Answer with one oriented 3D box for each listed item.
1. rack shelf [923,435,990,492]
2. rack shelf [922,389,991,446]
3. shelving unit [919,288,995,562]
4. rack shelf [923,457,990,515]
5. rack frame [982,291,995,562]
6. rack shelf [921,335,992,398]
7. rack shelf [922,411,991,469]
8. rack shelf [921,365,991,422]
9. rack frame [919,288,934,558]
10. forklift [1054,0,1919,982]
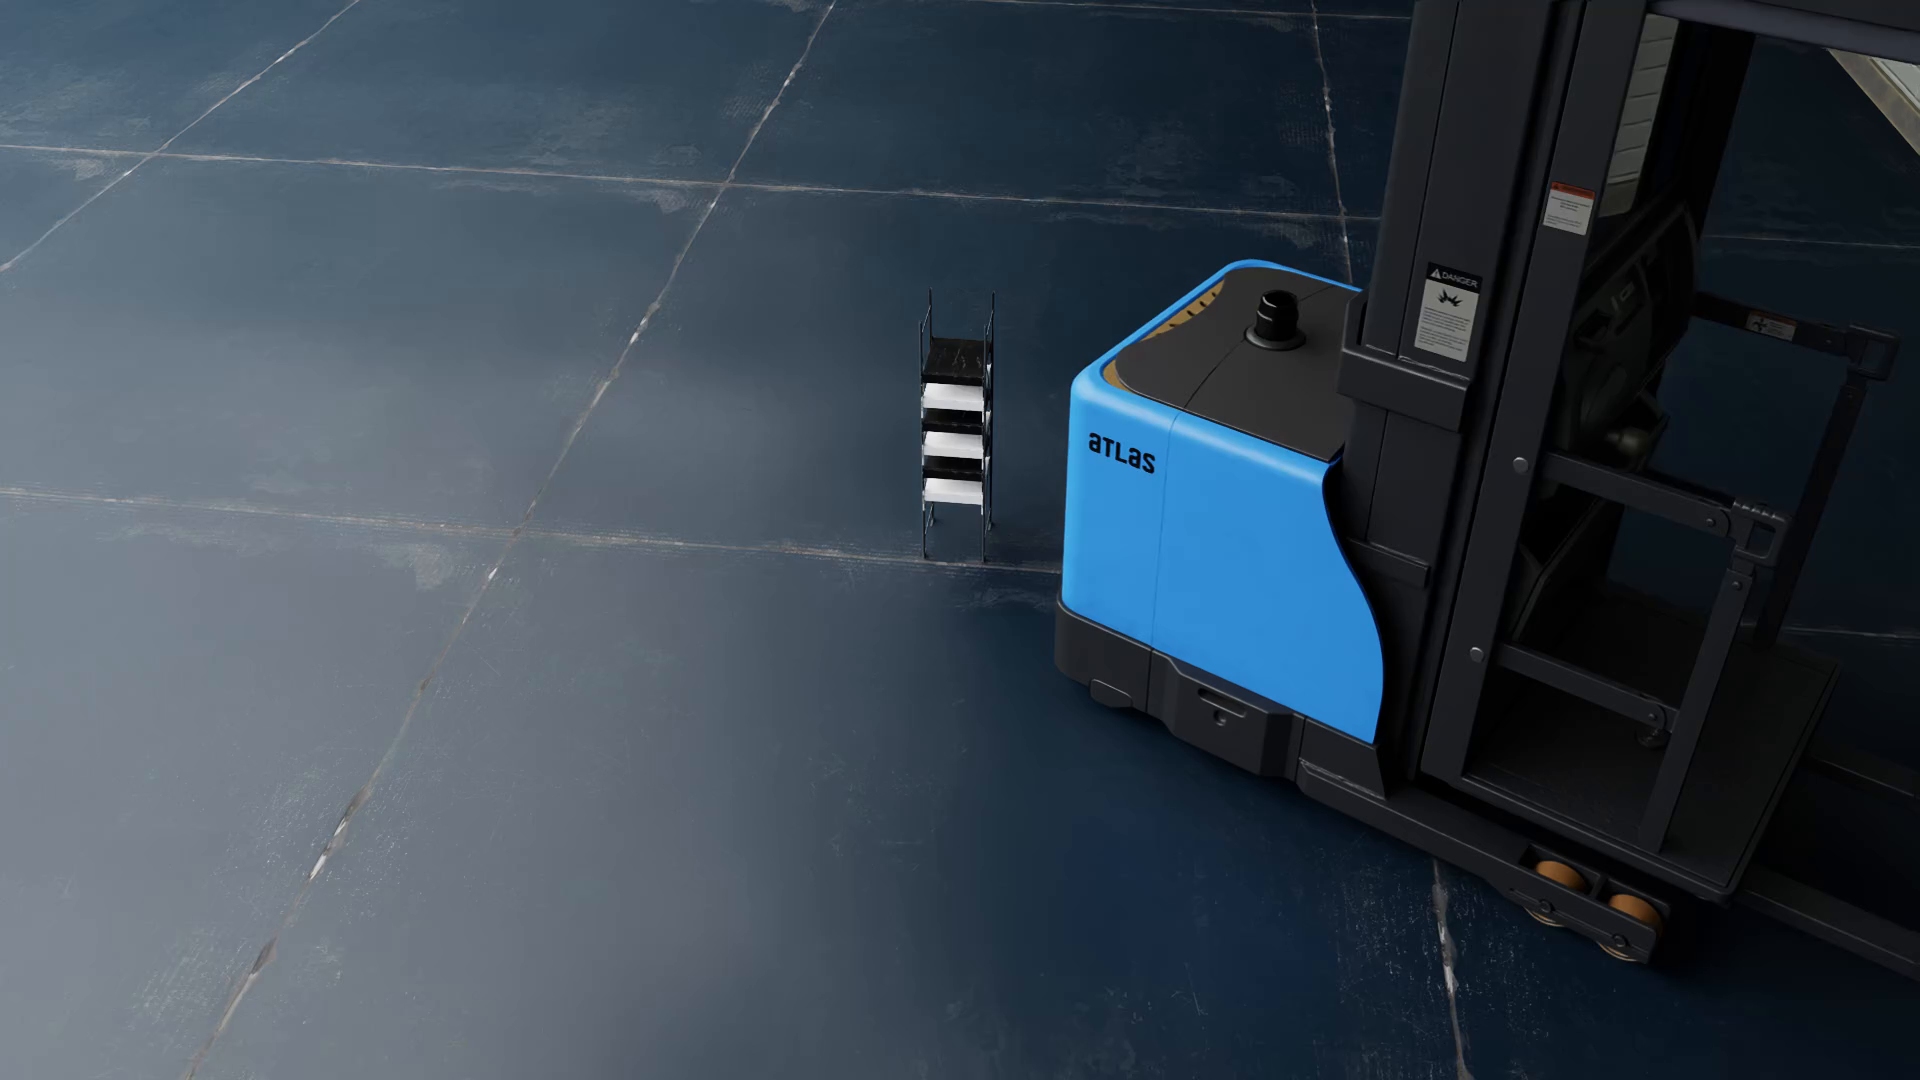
[{"bbox_3d":[-0.008,-0.267,5.561,0.200,0.077,0.258,4,36,6],"label":"rack shelf"},{"bbox_3d":[-0.008,-0.413,5.457,0.200,0.077,0.258,4,36,6],"label":"rack shelf"},{"bbox_3d":[-0.008,-0.367,5.489,0.210,0.900,0.258,4,36,6],"label":"shelving unit"},{"bbox_3d":[-0.008,-0.193,5.613,0.200,0.077,0.258,4,36,6],"label":"rack shelf"},{"bbox_3d":[0.093,-0.359,5.479,0.006,0.900,0.240,4,36,6],"label":"rack frame"},{"bbox_3d":[-0.008,-0.560,5.352,0.200,0.077,0.258,4,36,6],"label":"rack shelf"},{"bbox_3d":[-0.008,-0.340,5.509,0.200,0.077,0.258,4,36,6],"label":"rack shelf"},{"bbox_3d":[-0.008,-0.486,5.404,0.200,0.077,0.258,4,36,6],"label":"rack shelf"},{"bbox_3d":[-0.109,-0.374,5.500,0.006,0.900,0.240,4,36,6],"label":"rack frame"},{"bbox_3d":[1.773,-0.472,3.889,3.031,2.935,1.130,23,42,29],"label":"forklift"}]
